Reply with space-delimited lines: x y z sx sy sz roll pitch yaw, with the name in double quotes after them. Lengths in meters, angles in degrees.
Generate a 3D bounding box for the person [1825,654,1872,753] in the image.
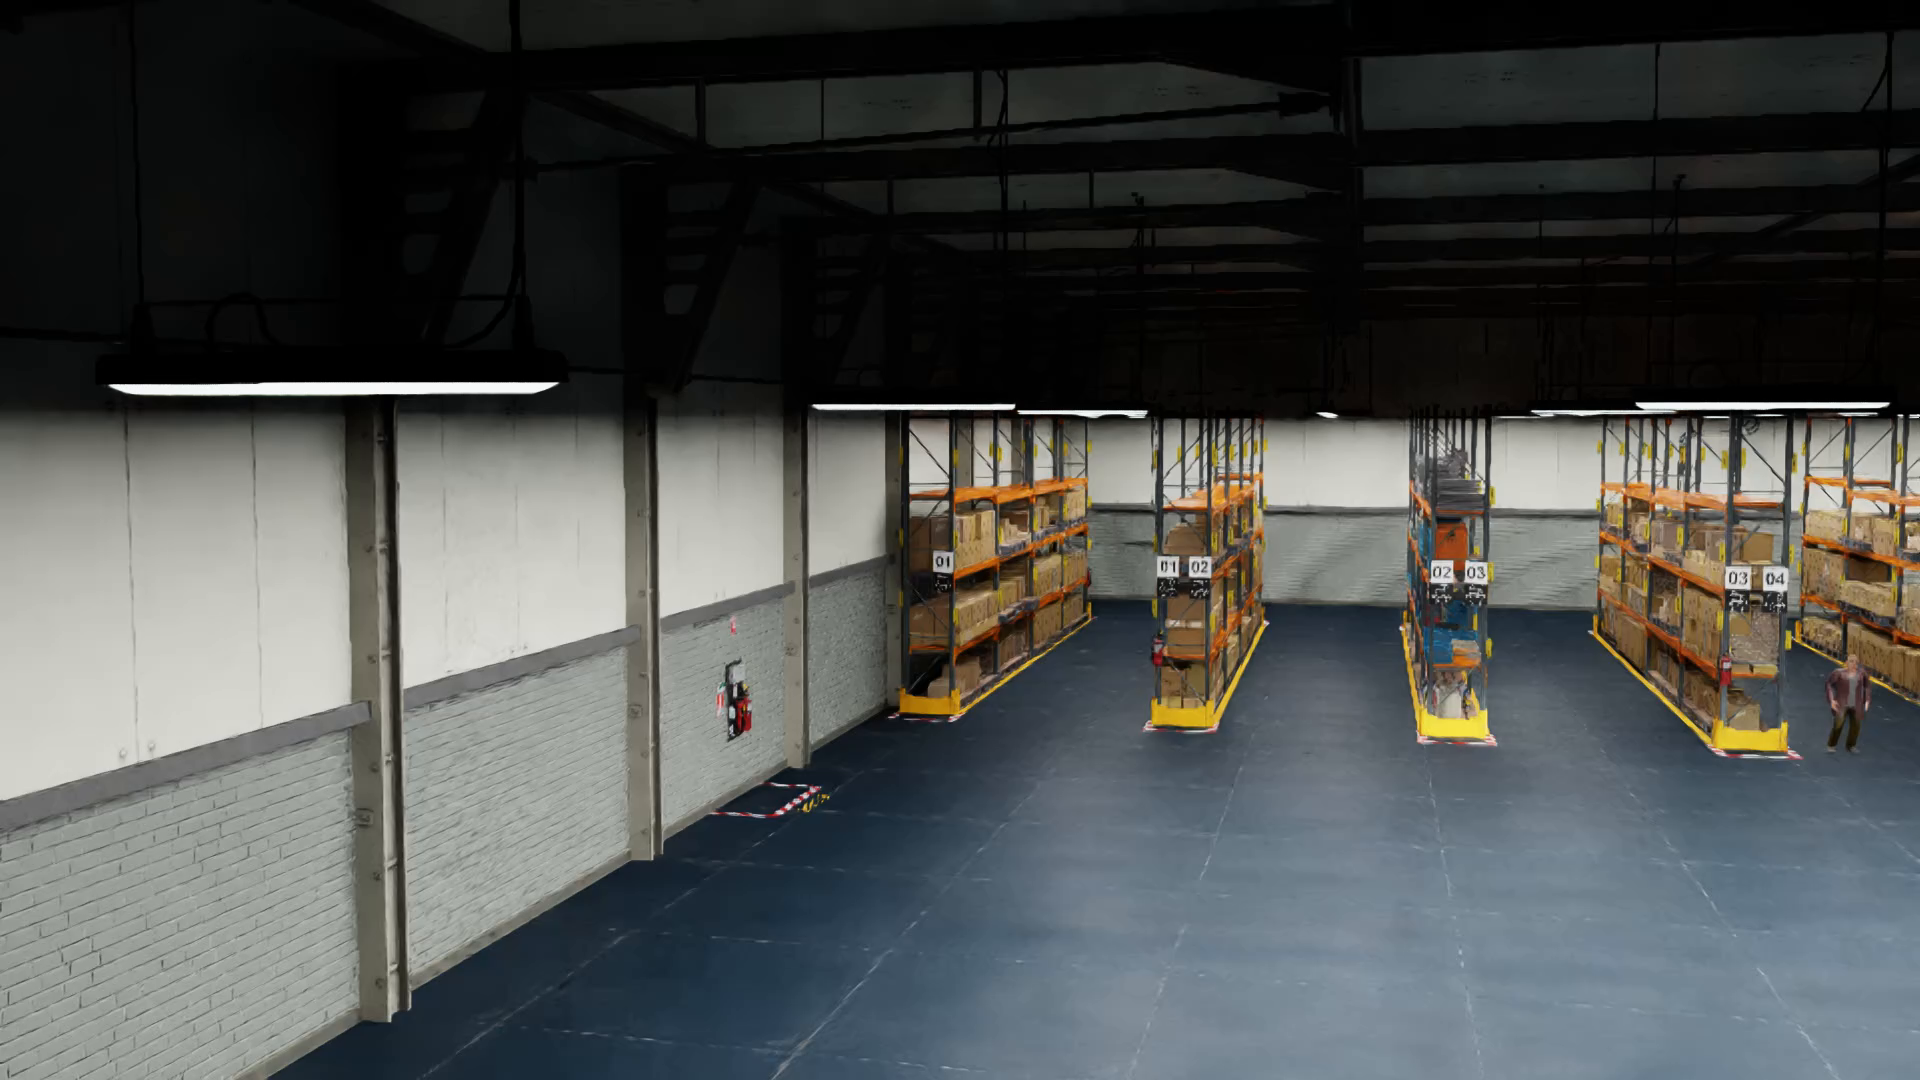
15.265 2.810 28.601 0.729 1.734 0.546 1 4 12 "person"
